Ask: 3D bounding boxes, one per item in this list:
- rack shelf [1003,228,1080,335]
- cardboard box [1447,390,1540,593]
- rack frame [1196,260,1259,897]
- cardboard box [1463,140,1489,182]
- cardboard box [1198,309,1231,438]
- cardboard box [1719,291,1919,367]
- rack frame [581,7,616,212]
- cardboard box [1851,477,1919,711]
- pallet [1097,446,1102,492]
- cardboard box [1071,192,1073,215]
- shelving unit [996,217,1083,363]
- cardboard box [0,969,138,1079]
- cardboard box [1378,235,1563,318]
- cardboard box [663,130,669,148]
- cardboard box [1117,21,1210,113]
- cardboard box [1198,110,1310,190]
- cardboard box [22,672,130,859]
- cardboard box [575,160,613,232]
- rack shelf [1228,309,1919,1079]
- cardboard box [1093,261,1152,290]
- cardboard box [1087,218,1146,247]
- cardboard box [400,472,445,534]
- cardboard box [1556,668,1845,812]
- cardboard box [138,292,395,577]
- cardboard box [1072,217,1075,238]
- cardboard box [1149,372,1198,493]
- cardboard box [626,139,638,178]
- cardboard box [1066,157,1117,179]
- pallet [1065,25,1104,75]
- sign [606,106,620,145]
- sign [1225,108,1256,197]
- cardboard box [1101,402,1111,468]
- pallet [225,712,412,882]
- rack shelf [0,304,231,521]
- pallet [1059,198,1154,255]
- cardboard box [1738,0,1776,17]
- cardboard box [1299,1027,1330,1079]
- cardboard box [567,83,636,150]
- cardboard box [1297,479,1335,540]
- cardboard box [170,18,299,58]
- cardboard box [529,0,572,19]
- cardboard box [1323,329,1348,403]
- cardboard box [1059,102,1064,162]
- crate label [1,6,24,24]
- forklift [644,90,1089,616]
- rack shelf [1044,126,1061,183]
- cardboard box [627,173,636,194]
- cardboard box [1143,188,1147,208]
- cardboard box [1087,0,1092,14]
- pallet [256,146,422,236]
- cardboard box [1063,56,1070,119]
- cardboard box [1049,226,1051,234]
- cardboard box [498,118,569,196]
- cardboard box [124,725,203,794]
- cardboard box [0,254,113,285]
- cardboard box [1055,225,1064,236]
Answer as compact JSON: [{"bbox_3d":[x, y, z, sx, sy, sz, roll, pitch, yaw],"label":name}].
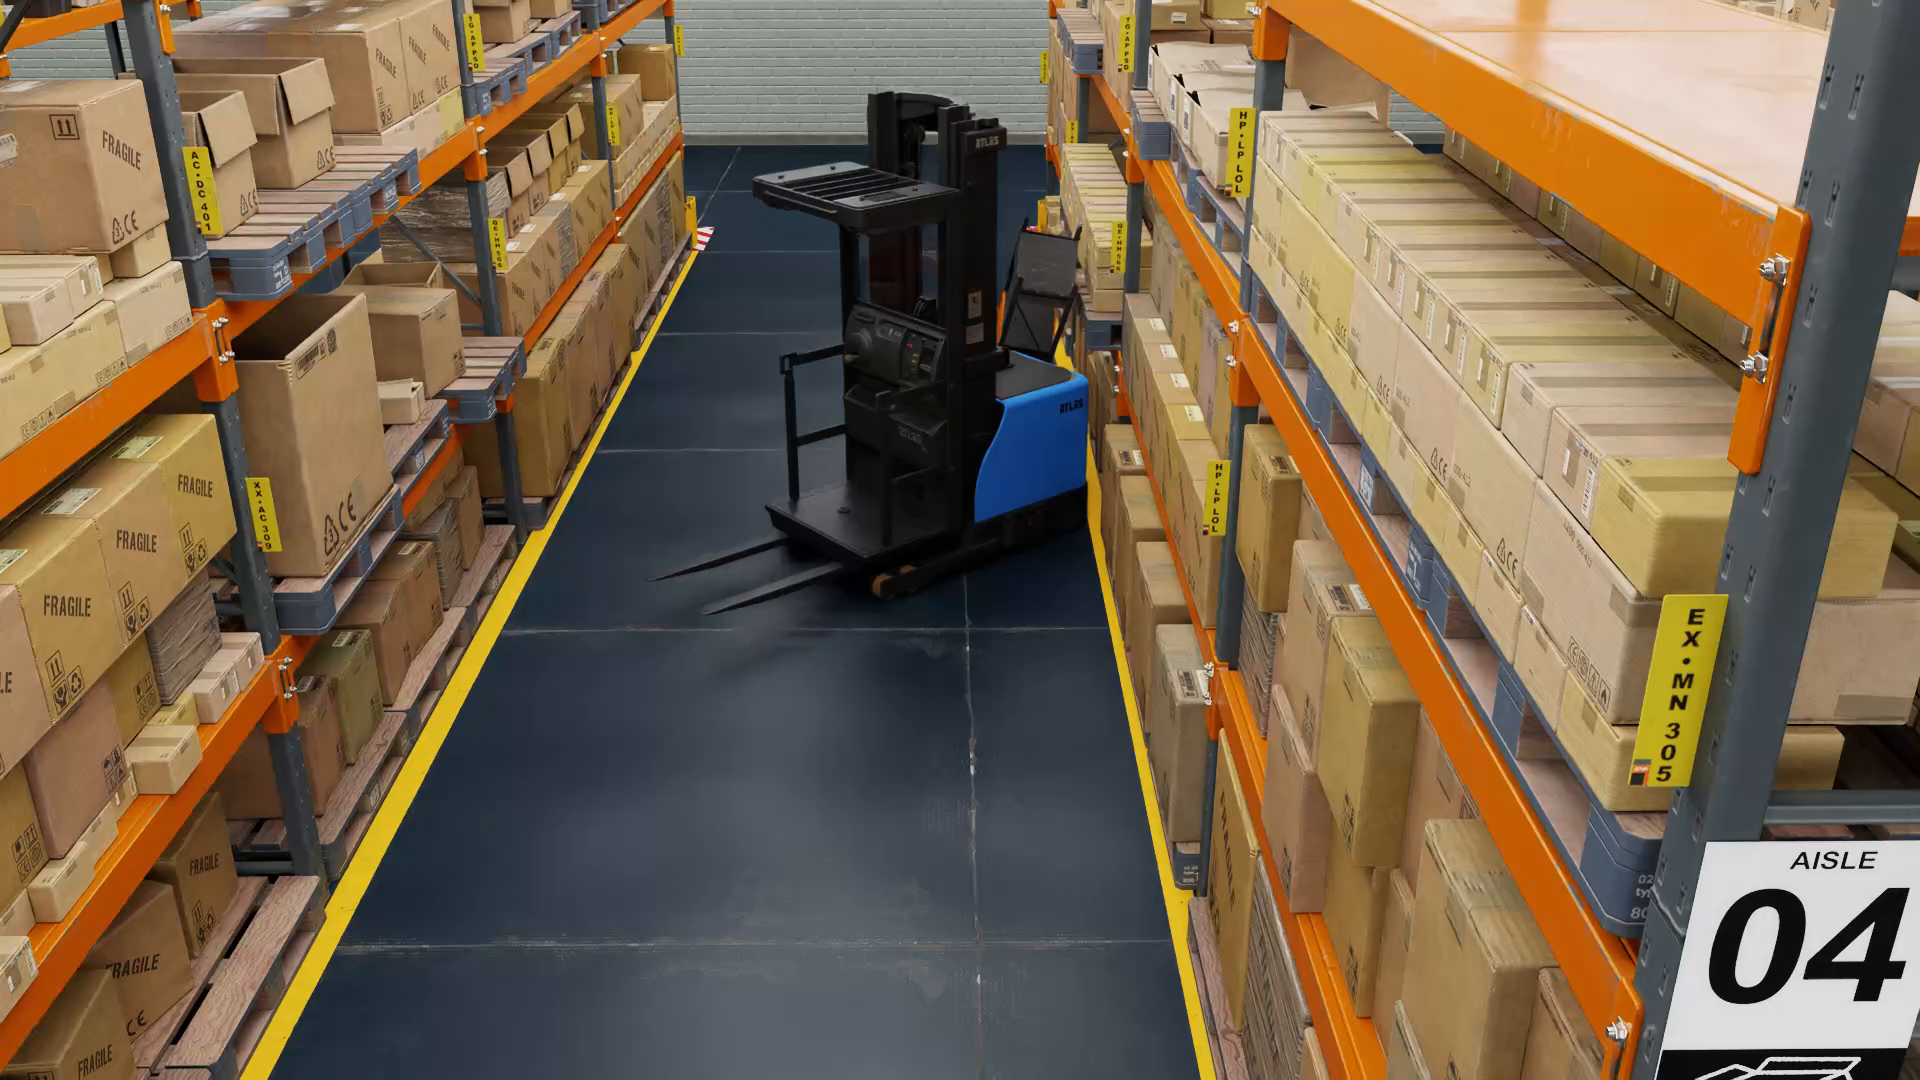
[{"bbox_3d":[0.559,-1.769,11.446,0.431,0.518,0.480,9,63,-5],"label":"rack shelf"},{"bbox_3d":[1.329,-0.111,3.406,0.500,0.250,0.500,0,24,0],"label":"cardboard box"},{"bbox_3d":[1.574,0.318,6.907,1.000,3.000,0.127,0,24,-1],"label":"rack frame"},{"bbox_3d":[1.900,-1.281,5.509,0.380,0.149,0.250,0,24,-1],"label":"cardboard box"},{"bbox_3d":[1.550,-0.808,8.062,0.700,0.500,0.500,0,24,0],"label":"cardboard box"},{"bbox_3d":[1.922,-0.444,3.659,0.380,0.149,0.250,-1,24,-1],"label":"cardboard box"},{"bbox_3d":[-3.474,-2.998,14.239,1.000,3.000,0.127,0,24,-1],"label":"rack frame"},{"bbox_3d":[1.869,0.095,2.949,0.500,0.250,0.500,0,24,-1],"label":"cardboard box"},{"bbox_3d":[1.524,-0.382,11.838,1.003,0.211,1.213,0,24,-1],"label":"pallet"},{"bbox_3d":[1.048,-2.595,12.783,0.380,0.149,0.250,1,24,2],"label":"cardboard box"},{"bbox_3d":[0.459,-1.465,12.053,0.431,2.100,0.503,9,63,-5],"label":"shelving unit"},{"bbox_3d":[-3.323,1.903,5.927,0.500,0.500,0.500,-2,24,-5],"label":"cardboard box"},{"bbox_3d":[1.258,-0.652,4.118,0.380,0.149,0.250,0,24,0],"label":"cardboard box"},{"bbox_3d":[-3.176,-4.073,16.920,0.380,0.149,0.250,0,24,0],"label":"cardboard box"},{"bbox_3d":[1.270,-2.977,10.431,0.500,0.500,0.500,0,24,-1],"label":"cardboard box"},{"bbox_3d":[1.341,-1.725,7.336,0.500,0.250,0.500,0,24,-1],"label":"cardboard box"},{"bbox_3d":[-3.367,0.715,5.547,0.875,0.500,0.500,0,24,-1],"label":"cardboard box"},{"bbox_3d":[-3.196,-2.852,13.795,0.500,0.500,0.500,0,24,0],"label":"cardboard box"},{"bbox_3d":[1.596,0.103,4.615,1.077,0.370,4.000,0,24,-1],"label":"rack shelf"},{"bbox_3d":[1.070,-1.744,10.901,0.380,0.149,0.250,0,24,1],"label":"cardboard box"},{"bbox_3d":[1.063,-2.090,11.304,0.380,0.149,0.250,0,24,1],"label":"cardboard box"},{"bbox_3d":[-3.377,-0.258,9.771,0.500,0.250,0.500,2,24,5],"label":"cardboard box"},{"bbox_3d":[1.275,0.341,2.889,0.380,0.149,0.250,0,24,-1],"label":"cardboard box"},{"bbox_3d":[-3.255,-0.494,7.465,1.000,1.000,1.000,0,24,0],"label":"cardboard box"},{"bbox_3d":[1.051,-2.353,12.608,0.380,0.149,0.250,-1,24,-2],"label":"cardboard box"},{"bbox_3d":[1.282,-0.567,8.743,0.500,0.500,0.500,-1,24,-1],"label":"cardboard box"},{"bbox_3d":[-3.217,-3.465,15.092,0.500,0.250,0.500,0,24,-1],"label":"cardboard box"},{"bbox_3d":[1.041,-2.942,13.188,0.380,0.149,0.250,0,24,0],"label":"cardboard box"},{"bbox_3d":[1.402,-3.578,12.108,1.213,0.211,1.003,0,24,-1],"label":"pallet"},{"bbox_3d":[-2.931,-3.496,14.031,0.100,0.325,0.005,0,24,-1],"label":"sign"},{"bbox_3d":[1.032,-1.421,6.103,0.100,0.325,0.005,0,24,-1],"label":"sign"},{"bbox_3d":[1.262,-0.653,11.577,0.500,0.500,0.500,0,24,-1],"label":"cardboard box"},{"bbox_3d":[-3.396,1.248,8.234,1.003,0.211,1.213,0,24,-1],"label":"pallet"},{"bbox_3d":[-3.365,0.084,4.658,1.077,0.370,4.000,0,24,-1],"label":"rack shelf"},{"bbox_3d":[1.350,-2.576,13.538,1.003,0.211,1.213,0,24,-1],"label":"pallet"},{"bbox_3d":[6.099,-3.971,12.524,0.380,0.166,0.250,-2,24,-4],"label":"cardboard box"},{"bbox_3d":[1.533,2.101,5.033,0.875,0.875,0.875,-1,24,-1],"label":"cardboard box"},{"bbox_3d":[-3.221,-3.808,14.941,0.500,0.500,0.500,0,24,-1],"label":"cardboard box"},{"bbox_3d":[1.666,0.136,5.817,0.875,0.550,0.550,0,24,-1],"label":"cardboard box"},{"bbox_3d":[-3.668,-2.379,8.502,0.500,0.500,0.500,-1,24,-2],"label":"cardboard box"},{"bbox_3d":[-3.457,-4.363,12.985,0.700,0.500,0.500,0,24,1],"label":"cardboard box"},{"bbox_3d":[1.254,-0.495,4.738,0.380,0.149,0.250,0,24,-1],"label":"cardboard box"},{"bbox_3d":[1.191,-3.777,15.478,0.500,0.500,0.500,0,24,-1],"label":"cardboard box"},{"bbox_3d":[-8.143,-4.425,14.074,0.293,0.136,0.466,0,24,-1],"label":"crate label"},{"bbox_3d":[-0.573,-1.201,10.348,3.031,2.935,1.130,-19,31,-36],"label":"forklift"},{"bbox_3d":[1.465,-3.475,16.166,1.077,0.370,4.000,0,24,-1],"label":"rack shelf"},{"bbox_3d":[-3.151,-3.224,15.043,0.380,0.149,0.250,1,24,1],"label":"cardboard box"},{"bbox_3d":[1.693,-2.786,13.565,0.380,0.149,0.250,0,24,0],"label":"cardboard box"},{"bbox_3d":[1.381,-4.426,13.124,0.700,0.500,0.500,0,24,0],"label":"cardboard box"},{"bbox_3d":[-3.301,-1.665,7.879,1.213,0.211,1.003,0,24,-1],"label":"pallet"},{"bbox_3d":[1.200,-4.021,14.805,0.500,0.500,0.500,-1,24,-2],"label":"cardboard box"},{"bbox_3d":[1.139,-3.325,17.550,0.380,0.149,0.250,0,24,-1],"label":"cardboard box"},{"bbox_3d":[-3.463,-2.955,12.804,0.797,0.503,0.637,0,24,0],"label":"cardboard box"},{"bbox_3d":[-3.040,0.809,6.126,0.380,0.149,0.250,0,24,-1],"label":"cardboard box"},{"bbox_3d":[-3.182,-0.938,5.743,0.380,0.149,0.250,0,24,0],"label":"cardboard box"},{"bbox_3d":[1.143,-3.031,16.539,0.380,0.149,0.250,0,24,0],"label":"cardboard box"}]
